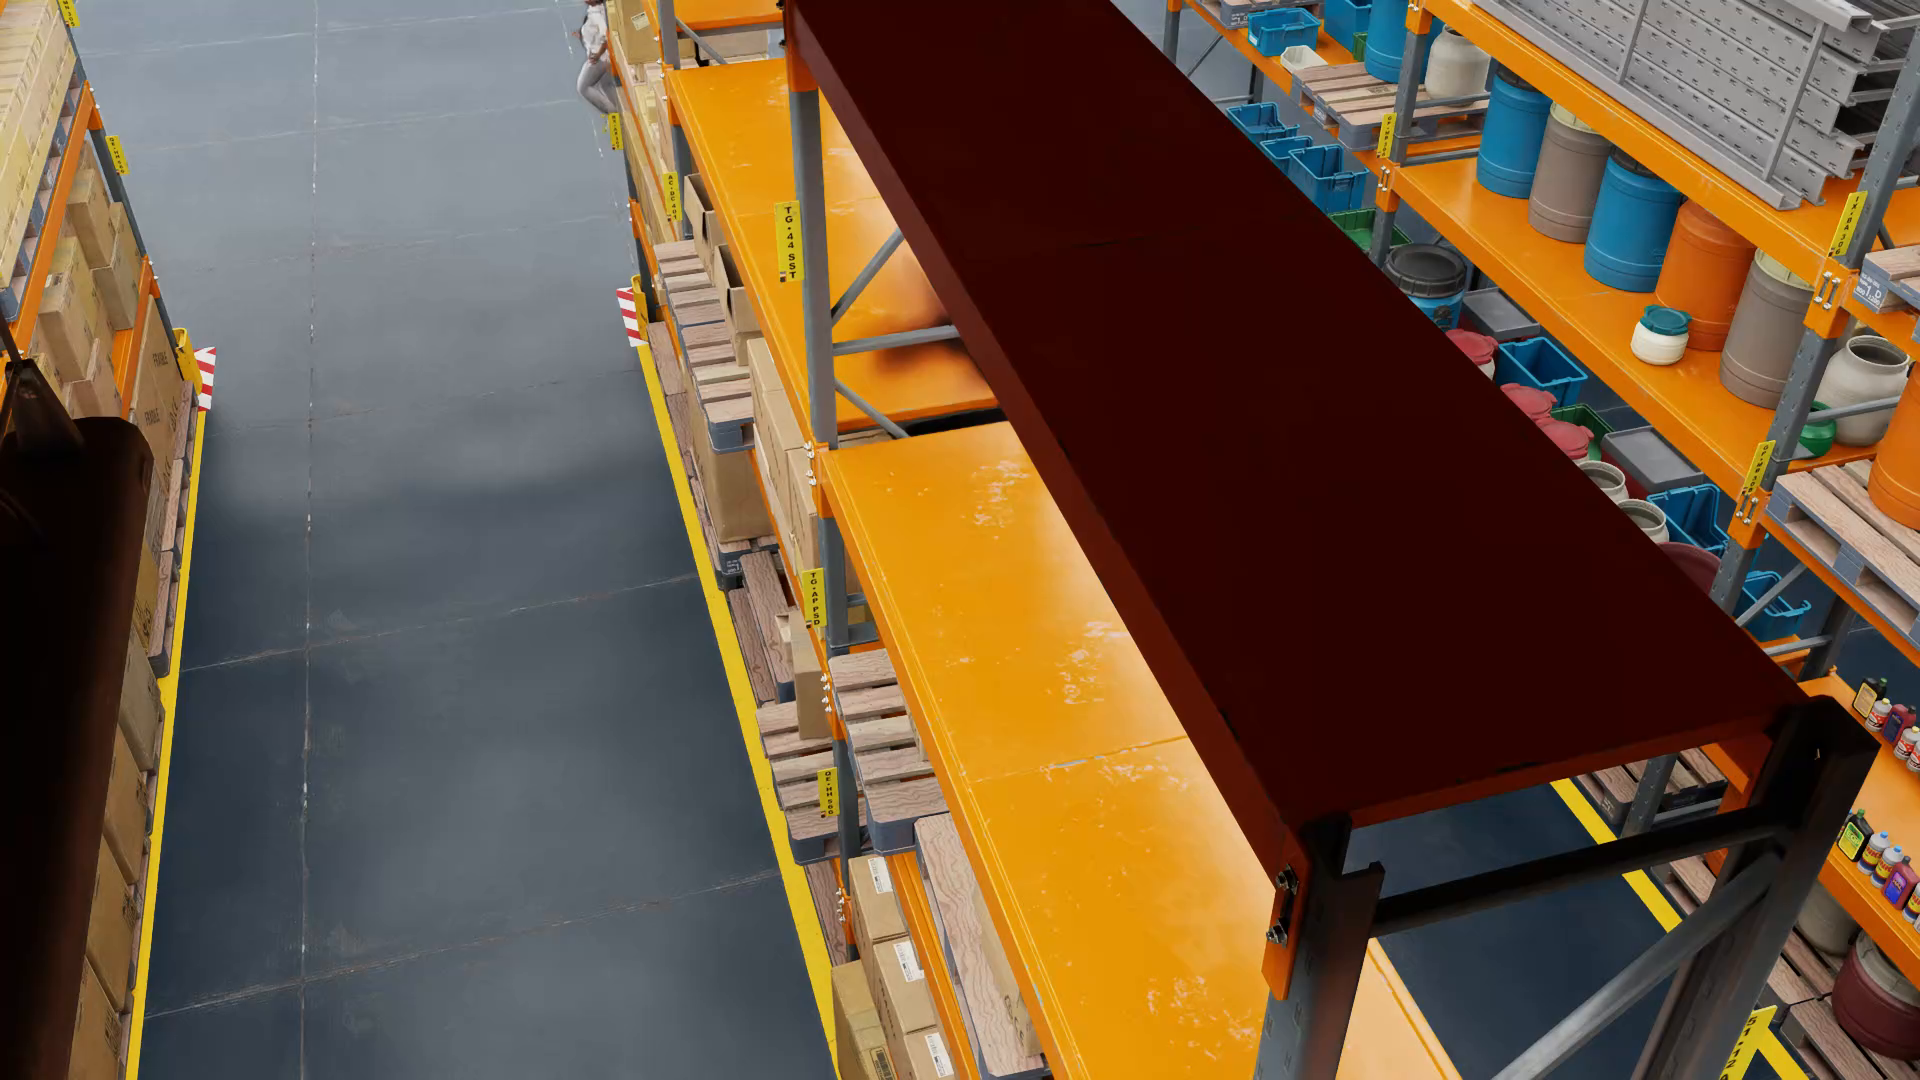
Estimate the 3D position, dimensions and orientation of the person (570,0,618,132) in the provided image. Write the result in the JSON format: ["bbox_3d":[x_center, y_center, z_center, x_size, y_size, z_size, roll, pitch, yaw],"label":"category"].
[{"bbox_3d":[-3.967,-5.266,18.120,0.611,1.665,0.554,6,39,8],"label":"person"}]
